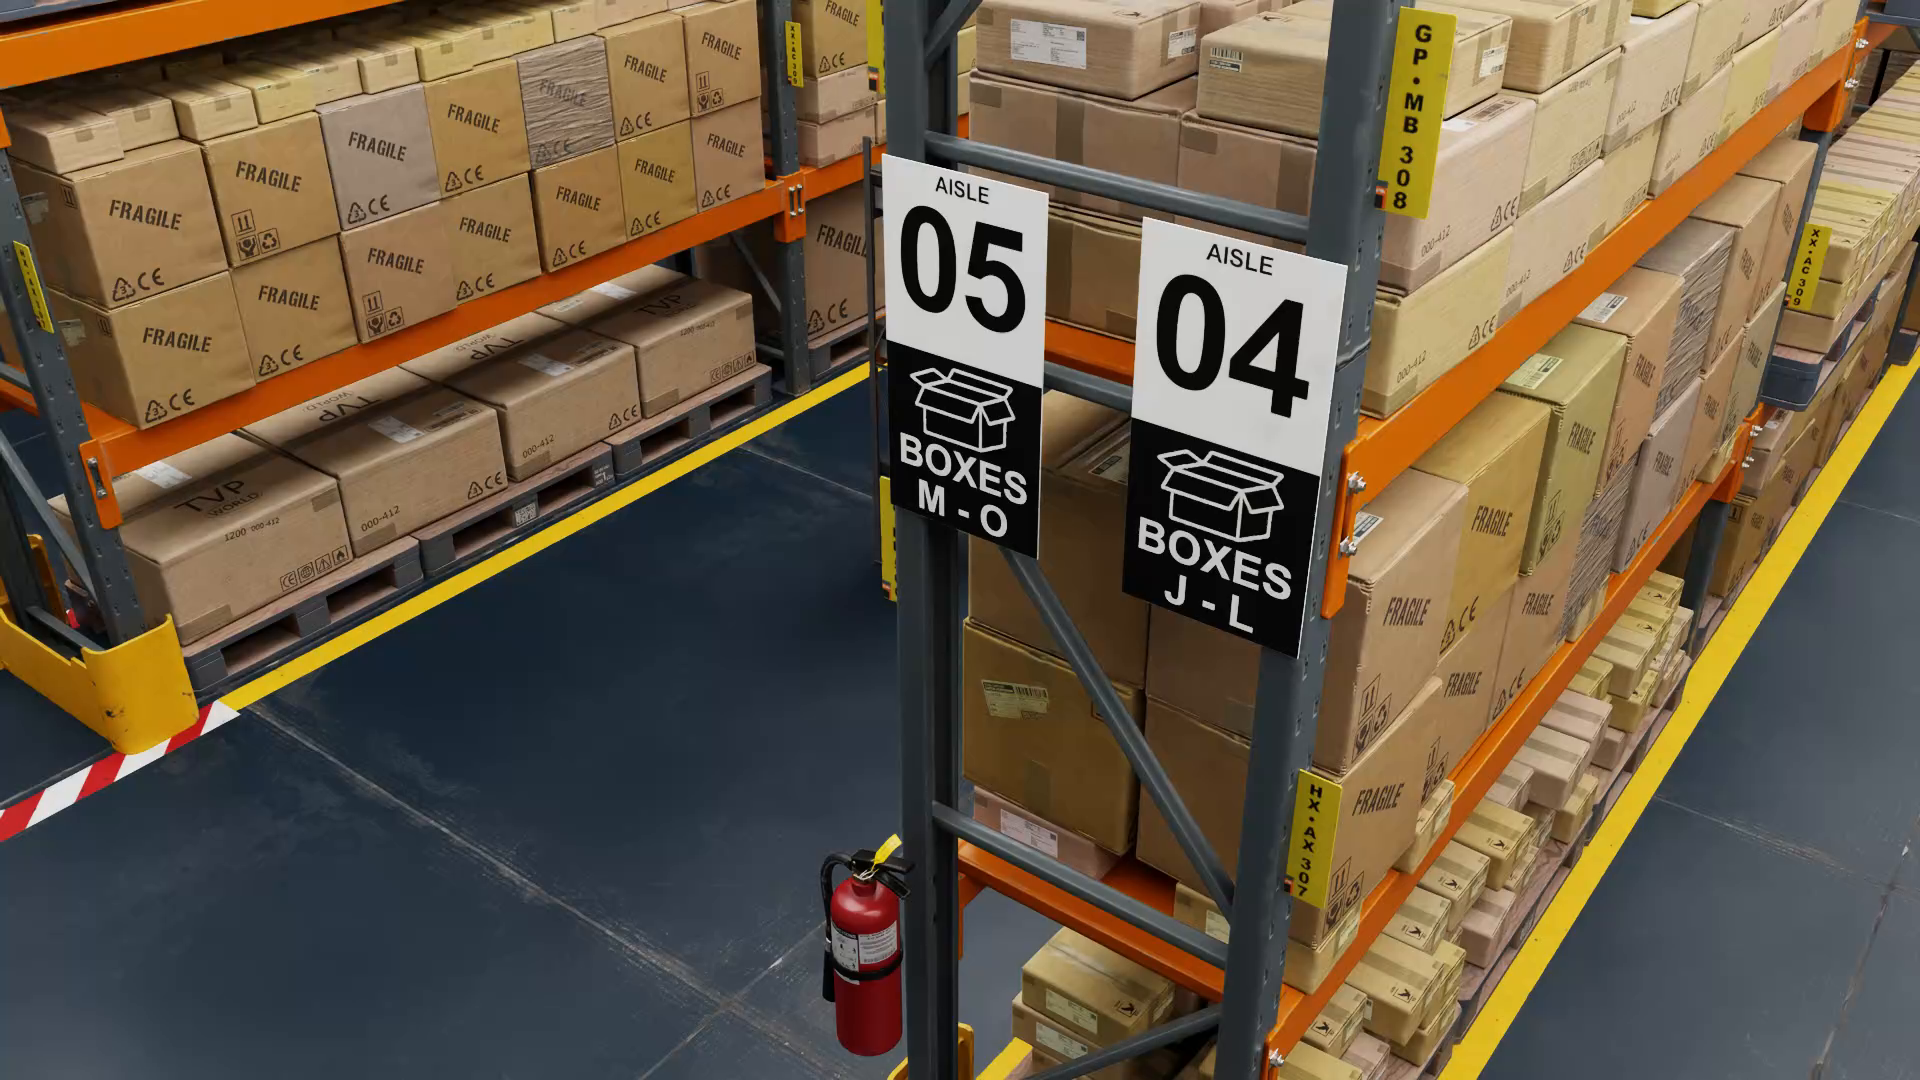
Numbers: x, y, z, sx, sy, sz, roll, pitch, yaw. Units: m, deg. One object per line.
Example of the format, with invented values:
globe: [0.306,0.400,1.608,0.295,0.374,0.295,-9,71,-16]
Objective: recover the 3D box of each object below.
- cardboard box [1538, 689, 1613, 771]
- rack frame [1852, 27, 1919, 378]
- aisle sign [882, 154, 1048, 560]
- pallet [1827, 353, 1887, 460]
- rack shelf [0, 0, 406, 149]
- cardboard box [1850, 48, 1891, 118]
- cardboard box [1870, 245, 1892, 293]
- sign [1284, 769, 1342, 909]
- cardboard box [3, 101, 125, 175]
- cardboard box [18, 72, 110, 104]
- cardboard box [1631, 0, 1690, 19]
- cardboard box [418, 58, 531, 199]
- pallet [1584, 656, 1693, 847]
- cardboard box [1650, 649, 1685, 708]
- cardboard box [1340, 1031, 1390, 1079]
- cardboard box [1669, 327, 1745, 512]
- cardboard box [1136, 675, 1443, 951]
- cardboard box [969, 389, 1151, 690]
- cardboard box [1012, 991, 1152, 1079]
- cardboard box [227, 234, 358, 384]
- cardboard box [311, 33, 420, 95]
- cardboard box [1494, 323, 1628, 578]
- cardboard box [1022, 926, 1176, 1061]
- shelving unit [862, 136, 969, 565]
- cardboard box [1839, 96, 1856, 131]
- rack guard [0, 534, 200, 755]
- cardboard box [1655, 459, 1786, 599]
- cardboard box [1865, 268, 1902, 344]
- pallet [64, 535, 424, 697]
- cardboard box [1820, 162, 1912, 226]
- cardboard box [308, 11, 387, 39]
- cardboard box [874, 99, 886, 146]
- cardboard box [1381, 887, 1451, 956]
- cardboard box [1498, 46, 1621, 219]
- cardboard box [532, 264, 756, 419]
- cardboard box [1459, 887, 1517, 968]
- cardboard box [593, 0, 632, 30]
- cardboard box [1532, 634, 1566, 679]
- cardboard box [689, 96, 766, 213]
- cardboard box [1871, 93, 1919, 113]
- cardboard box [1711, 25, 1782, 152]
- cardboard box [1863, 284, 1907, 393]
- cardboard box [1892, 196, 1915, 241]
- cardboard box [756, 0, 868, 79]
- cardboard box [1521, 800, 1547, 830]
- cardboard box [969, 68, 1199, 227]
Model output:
cardboard box: [2.120,0.650,6.011,0.380,0.149,0.250,19,36,29]
rack frame: [5.117,-2.430,9.407,1.000,3.000,0.127,21,37,31]
aisle sign: [0.005,-0.359,3.363,0.394,0.787,0.004,21,37,31]
pallet: [4.644,-0.913,9.583,1.003,0.211,1.213,21,37,31]
rack shelf: [-2.512,-2.516,7.176,0.831,0.071,3.687,21,37,31]
cardboard box: [5.175,-2.738,9.830,0.500,0.500,0.500,21,37,31]
cardboard box: [3.776,-1.211,7.187,0.380,0.149,0.250,22,37,32]
sign: [0.721,0.617,3.418,0.100,0.325,0.005,21,37,31]
cardboard box: [-3.284,-1.471,6.076,0.380,0.149,0.250,22,37,32]
cardboard box: [-3.528,-1.730,6.513,0.380,0.149,0.250,22,37,32]
cardboard box: [1.509,-1.352,3.912,0.380,0.149,0.250,22,37,33]
cardboard box: [-2.291,-1.868,7.380,0.500,0.500,0.500,21,37,31]
pallet: [2.326,0.680,6.896,1.003,0.211,1.213,21,37,31]
cardboard box: [2.738,0.506,6.838,0.380,0.149,0.250,22,37,32]
cardboard box: [1.019,1.512,4.849,0.380,0.149,0.250,21,37,31]
cardboard box: [2.322,-0.480,5.729,0.500,0.500,0.500,20,36,30]
cardboard box: [0.779,0.554,3.984,0.500,0.500,0.500,23,38,33]
cardboard box: [0.366,-0.041,4.007,0.500,0.500,0.500,20,36,30]
cardboard box: [0.379,1.438,4.975,0.380,0.149,0.250,20,36,30]
cardboard box: [-2.918,-1.024,6.938,0.500,0.500,0.500,21,36,31]
cardboard box: [-2.489,-1.994,6.958,0.380,0.149,0.250,21,37,32]
cardboard box: [1.402,-0.291,4.429,0.500,0.500,0.500,20,36,30]
cardboard box: [0.406,1.319,4.883,0.380,0.149,0.250,22,37,32]
shelving unit: [-0.100,-0.836,7.601,0.431,2.100,0.503,21,37,31]
cardboard box: [4.686,-2.382,9.162,0.380,0.149,0.250,21,36,31]
rack guard: [-3.734,0.425,7.043,1.175,0.500,0.348,21,37,31]
cardboard box: [3.360,-0.128,7.563,0.500,0.500,0.500,23,37,33]
cardboard box: [4.617,-1.290,8.789,0.500,0.250,0.500,22,37,32]
pallet: [-3.299,0.190,7.722,1.003,0.211,1.213,21,37,31]
cardboard box: [3.780,-1.470,7.039,0.380,0.149,0.250,21,36,31]
cardboard box: [-2.762,-2.256,7.400,0.380,0.149,0.250,22,37,33]
cardboard box: [-0.517,-2.530,9.724,0.500,0.250,0.500,20,36,30]
cardboard box: [1.284,1.165,5.142,0.380,0.149,0.250,19,36,29]
cardboard box: [1.075,-0.930,3.591,0.500,0.250,0.500,21,36,31]
cardboard box: [-1.769,-1.142,9.336,0.875,0.438,0.875,21,36,31]
cardboard box: [1.636,1.241,5.598,0.380,0.149,0.250,19,36,29]
cardboard box: [-1.779,-2.535,7.869,0.380,0.149,0.250,21,36,31]
cardboard box: [1.646,0.250,5.133,0.380,0.149,0.250,23,37,33]
cardboard box: [-1.381,-2.062,8.689,0.500,0.500,0.500,21,37,32]
cardboard box: [4.567,-2.004,7.940,0.380,0.149,0.250,21,37,31]
cardboard box: [2.005,-1.341,4.776,0.500,0.250,0.500,21,36,31]
cardboard box: [4.928,-1.187,9.350,0.500,0.500,0.500,21,37,31]
cardboard box: [3.935,-1.450,7.297,0.380,0.149,0.250,23,38,33]
cardboard box: [-0.810,-2.850,9.037,0.500,0.500,0.500,22,37,32]
cardboard box: [1.919,0.852,5.962,0.380,0.149,0.250,19,36,29]
cardboard box: [0.363,-0.884,3.515,0.500,0.250,0.500,20,36,30]
